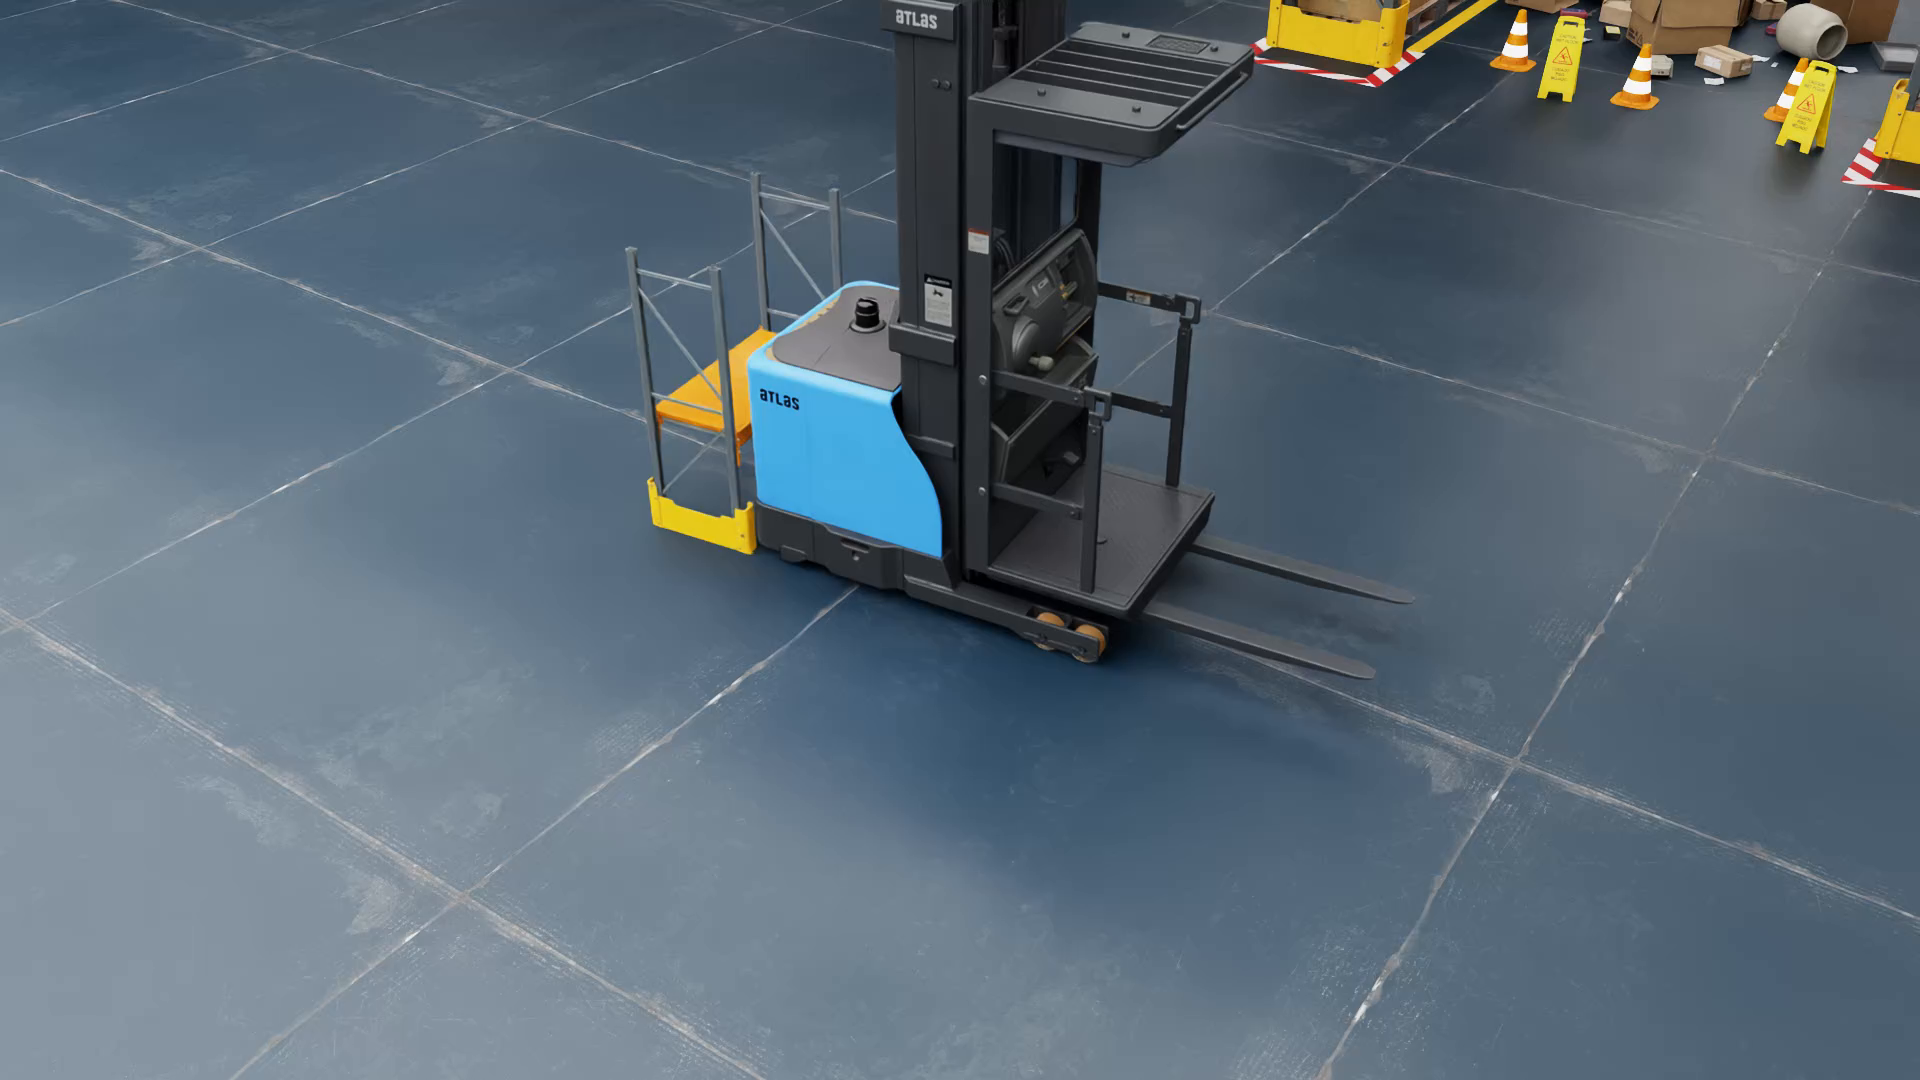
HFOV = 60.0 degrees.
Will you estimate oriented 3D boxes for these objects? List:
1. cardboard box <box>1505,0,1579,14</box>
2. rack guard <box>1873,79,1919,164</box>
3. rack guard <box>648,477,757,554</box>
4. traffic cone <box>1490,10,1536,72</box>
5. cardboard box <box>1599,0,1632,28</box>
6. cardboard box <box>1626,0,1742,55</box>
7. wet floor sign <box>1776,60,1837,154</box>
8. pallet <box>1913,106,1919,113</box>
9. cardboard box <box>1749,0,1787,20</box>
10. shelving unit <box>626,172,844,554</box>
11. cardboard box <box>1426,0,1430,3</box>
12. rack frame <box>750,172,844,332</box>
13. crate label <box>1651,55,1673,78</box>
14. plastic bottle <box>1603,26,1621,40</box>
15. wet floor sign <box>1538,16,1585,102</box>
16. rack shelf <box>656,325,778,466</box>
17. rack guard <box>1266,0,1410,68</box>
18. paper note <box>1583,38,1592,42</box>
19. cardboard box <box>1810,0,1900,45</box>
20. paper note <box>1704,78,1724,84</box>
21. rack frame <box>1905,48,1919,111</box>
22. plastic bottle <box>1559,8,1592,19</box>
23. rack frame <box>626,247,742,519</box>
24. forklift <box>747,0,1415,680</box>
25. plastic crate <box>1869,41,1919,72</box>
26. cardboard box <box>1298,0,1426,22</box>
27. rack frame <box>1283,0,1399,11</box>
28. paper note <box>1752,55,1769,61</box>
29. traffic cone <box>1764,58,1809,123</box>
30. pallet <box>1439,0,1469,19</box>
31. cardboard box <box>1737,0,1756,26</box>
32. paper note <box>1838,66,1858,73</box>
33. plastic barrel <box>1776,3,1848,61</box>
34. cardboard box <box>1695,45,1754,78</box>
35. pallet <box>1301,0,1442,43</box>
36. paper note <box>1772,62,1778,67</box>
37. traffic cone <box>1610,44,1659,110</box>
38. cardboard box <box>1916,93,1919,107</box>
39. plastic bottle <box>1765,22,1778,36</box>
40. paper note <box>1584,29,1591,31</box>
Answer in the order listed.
[{"bbox_3d":[5.521,-5.300,15.638,0.500,0.500,0.500,29,44,36],"label":"cardboard box"},{"bbox_3d":[7.450,-3.000,12.240,1.175,0.500,0.348,21,39,28],"label":"rack guard"},{"bbox_3d":[-1.274,-0.129,8.217,0.587,0.250,0.087,16,37,22],"label":"rack guard"},{"bbox_3d":[4.751,-4.275,14.159,0.336,0.463,0.334,21,39,28],"label":"traffic cone"},{"bbox_3d":[6.096,-4.864,15.206,0.396,0.266,0.258,29,44,36],"label":"cardboard box"},{"bbox_3d":[6.328,-4.584,14.579,0.797,0.503,0.637,-3,34,-4],"label":"cardboard box"},{"bbox_3d":[6.419,-3.280,12.524,0.232,0.644,0.267,-22,40,-29],"label":"wet floor sign"},{"bbox_3d":[7.942,-3.243,12.857,1.003,0.211,1.213,21,39,28],"label":"pallet"},{"bbox_3d":[7.459,-5.020,15.436,0.258,0.266,0.396,-3,34,-4],"label":"cardboard box"},{"bbox_3d":[-1.045,-0.894,8.233,0.587,1.500,1.083,16,37,22],"label":"shelving unit"},{"bbox_3d":[4.114,-5.568,15.328,0.875,0.875,0.875,21,39,27],"label":"cardboard box"},{"bbox_3d":[-0.816,-1.142,8.601,0.500,1.500,0.032,16,37,22],"label":"rack frame"},{"bbox_3d":[5.883,-4.005,14.049,0.250,0.136,0.298,3,34,4],"label":"crate label"},{"bbox_3d":[5.857,-4.568,14.950,0.133,0.061,0.283,8,35,12],"label":"plastic bottle"},{"bbox_3d":[4.892,-3.914,13.462,0.267,0.644,0.232,14,37,20],"label":"wet floor sign"},{"bbox_3d":[-1.049,-0.741,8.327,0.538,0.185,1.000,16,37,22],"label":"rack shelf"},{"bbox_3d":[3.268,-4.489,14.441,1.175,0.500,0.348,21,39,28],"label":"rack guard"},{"bbox_3d":[5.547,-4.465,14.827,0.142,0.017,0.144,-22,40,-29],"label":"paper note"},{"bbox_3d":[7.958,-4.749,14.823,0.500,0.500,0.500,-9,35,-13],"label":"cardboard box"},{"bbox_3d":[6.310,-3.842,13.904,0.148,0.019,0.142,8,35,12],"label":"paper note"},{"bbox_3d":[7.406,-4.001,11.488,1.000,3.000,0.127,21,39,28],"label":"rack frame"},{"bbox_3d":[5.705,-4.876,15.405,0.283,0.061,0.133,8,35,12],"label":"plastic bottle"},{"bbox_3d":[-1.283,-0.637,7.853,0.500,1.500,0.032,16,37,22],"label":"rack frame"},{"bbox_3d":[0.555,-1.007,7.123,3.031,2.935,1.130,17,37,23],"label":"forklift"},{"bbox_3d":[8.118,-4.172,14.347,0.402,0.080,0.583,8,35,12],"label":"plastic crate"},{"bbox_3d":[3.614,-5.162,14.728,0.875,0.875,0.875,21,40,28],"label":"cardboard box"},{"bbox_3d":[3.282,-5.535,13.758,1.000,3.000,0.127,21,39,28],"label":"rack frame"},{"bbox_3d":[6.918,-4.180,14.414,0.142,0.019,0.148,-22,40,-29],"label":"paper note"},{"bbox_3d":[6.592,-3.560,13.101,0.336,0.463,0.334,21,39,28],"label":"traffic cone"},{"bbox_3d":[4.370,-5.332,15.947,1.003,0.211,1.213,21,39,28],"label":"pallet"},{"bbox_3d":[6.854,-5.073,15.181,0.797,0.637,0.503,21,39,28],"label":"cardboard box"},{"bbox_3d":[7.563,-4.013,14.156,0.142,0.019,0.148,8,35,12],"label":"paper note"},{"bbox_3d":[7.340,-4.368,14.331,0.421,0.421,0.512,-9,35,-13],"label":"plastic barrel"},{"bbox_3d":[6.494,-4.068,14.133,0.250,0.149,0.380,-15,37,-21],"label":"cardboard box"},{"bbox_3d":[3.674,-4.773,15.120,1.003,0.211,1.213,21,39,28],"label":"pallet"},{"bbox_3d":[6.995,-4.081,14.276,0.032,0.001,0.123,21,39,28],"label":"paper note"},{"bbox_3d":[5.486,-3.758,13.394,0.336,0.463,0.334,21,39,28],"label":"traffic cone"},{"bbox_3d":[7.660,-3.505,12.834,0.500,0.250,0.500,21,39,28],"label":"cardboard box"},{"bbox_3d":[7.410,-4.629,15.041,0.133,0.061,0.283,29,44,36],"label":"plastic bottle"},{"bbox_3d":[5.663,-4.627,15.083,0.123,0.001,0.032,-15,37,-21],"label":"paper note"}]
